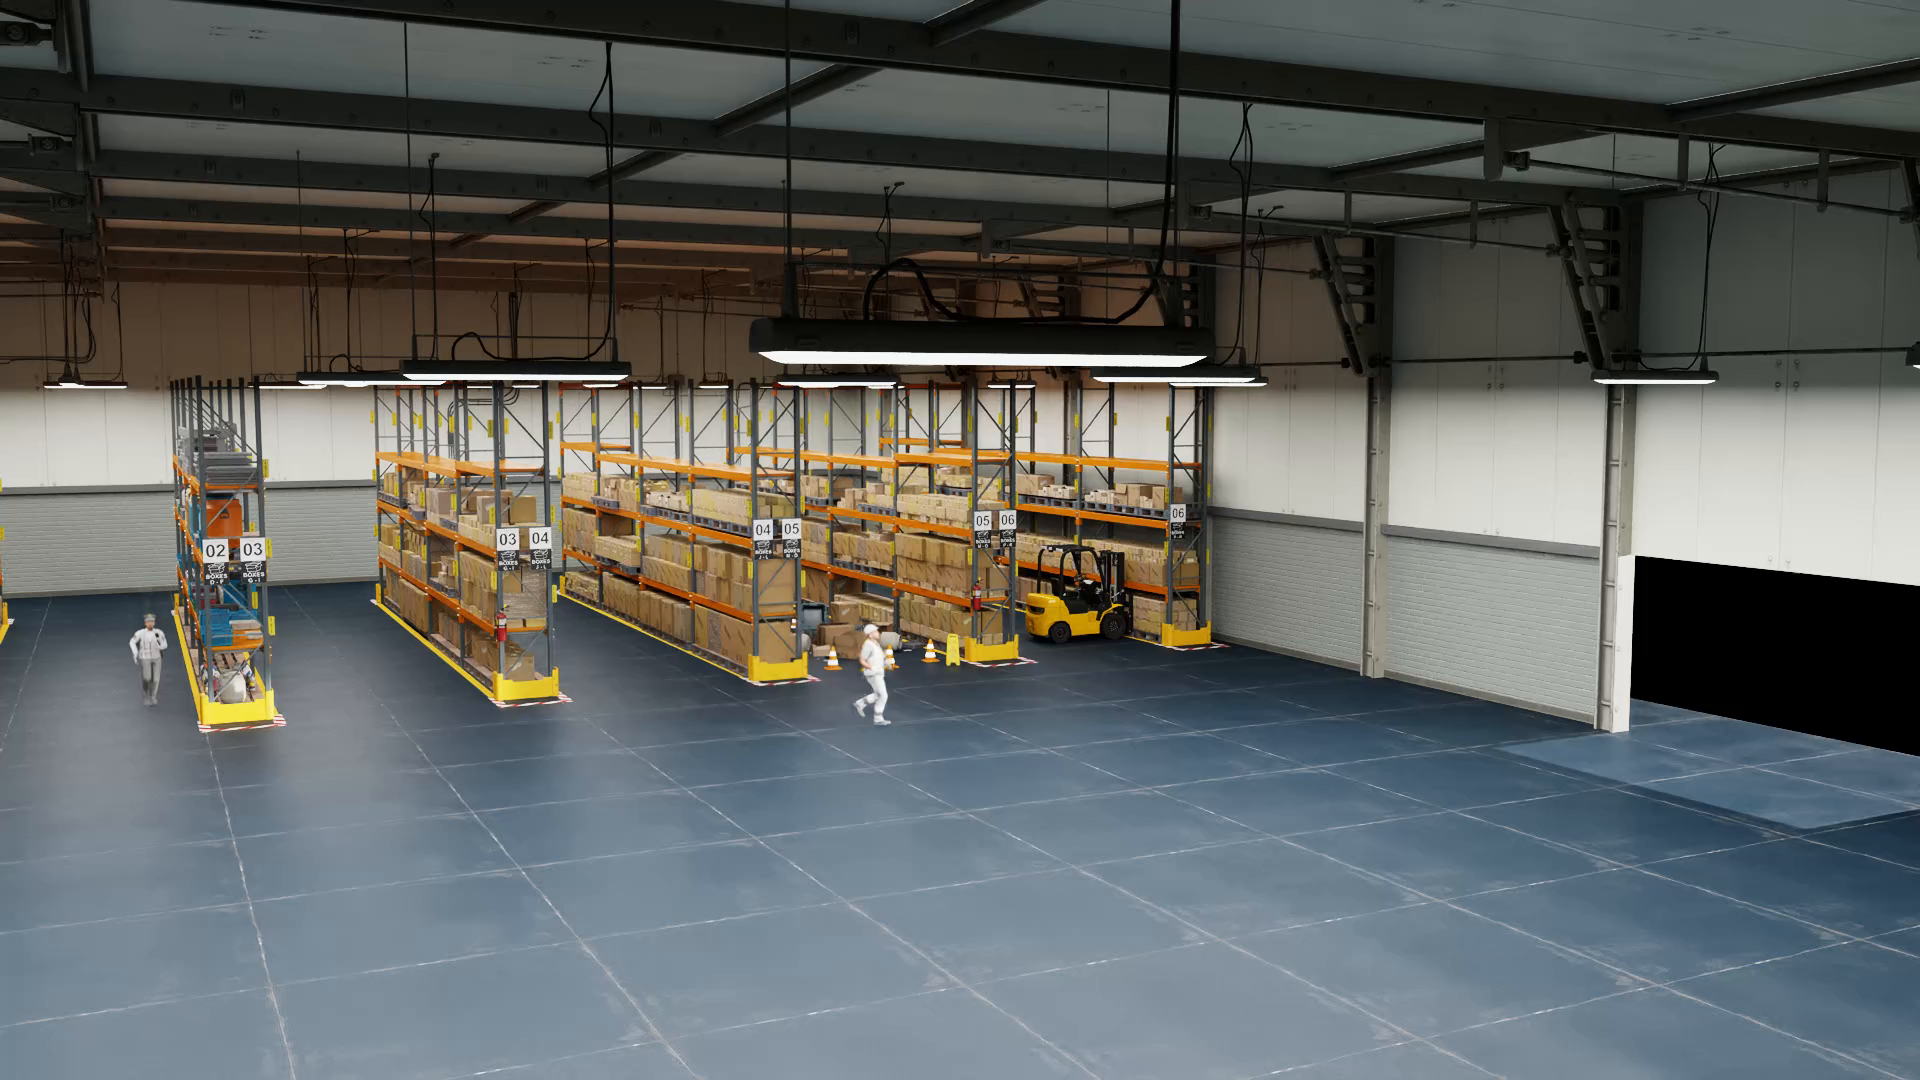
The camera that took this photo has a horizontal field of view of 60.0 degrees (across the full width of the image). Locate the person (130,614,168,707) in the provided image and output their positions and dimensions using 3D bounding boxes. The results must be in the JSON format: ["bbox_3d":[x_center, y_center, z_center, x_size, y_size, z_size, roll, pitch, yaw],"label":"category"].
[{"bbox_3d":[-14.741,2.187,30.282,0.582,1.690,0.658,-4,6,-35],"label":"person"}]

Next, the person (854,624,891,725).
[{"bbox_3d":[-1.523,2.315,28.582,0.687,1.740,0.658,1,5,12],"label":"person"}]

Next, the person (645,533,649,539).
[{"bbox_3d":[-8.903,0.658,47.224,0.572,1.693,0.935,-5,7,-43],"label":"person"}]
